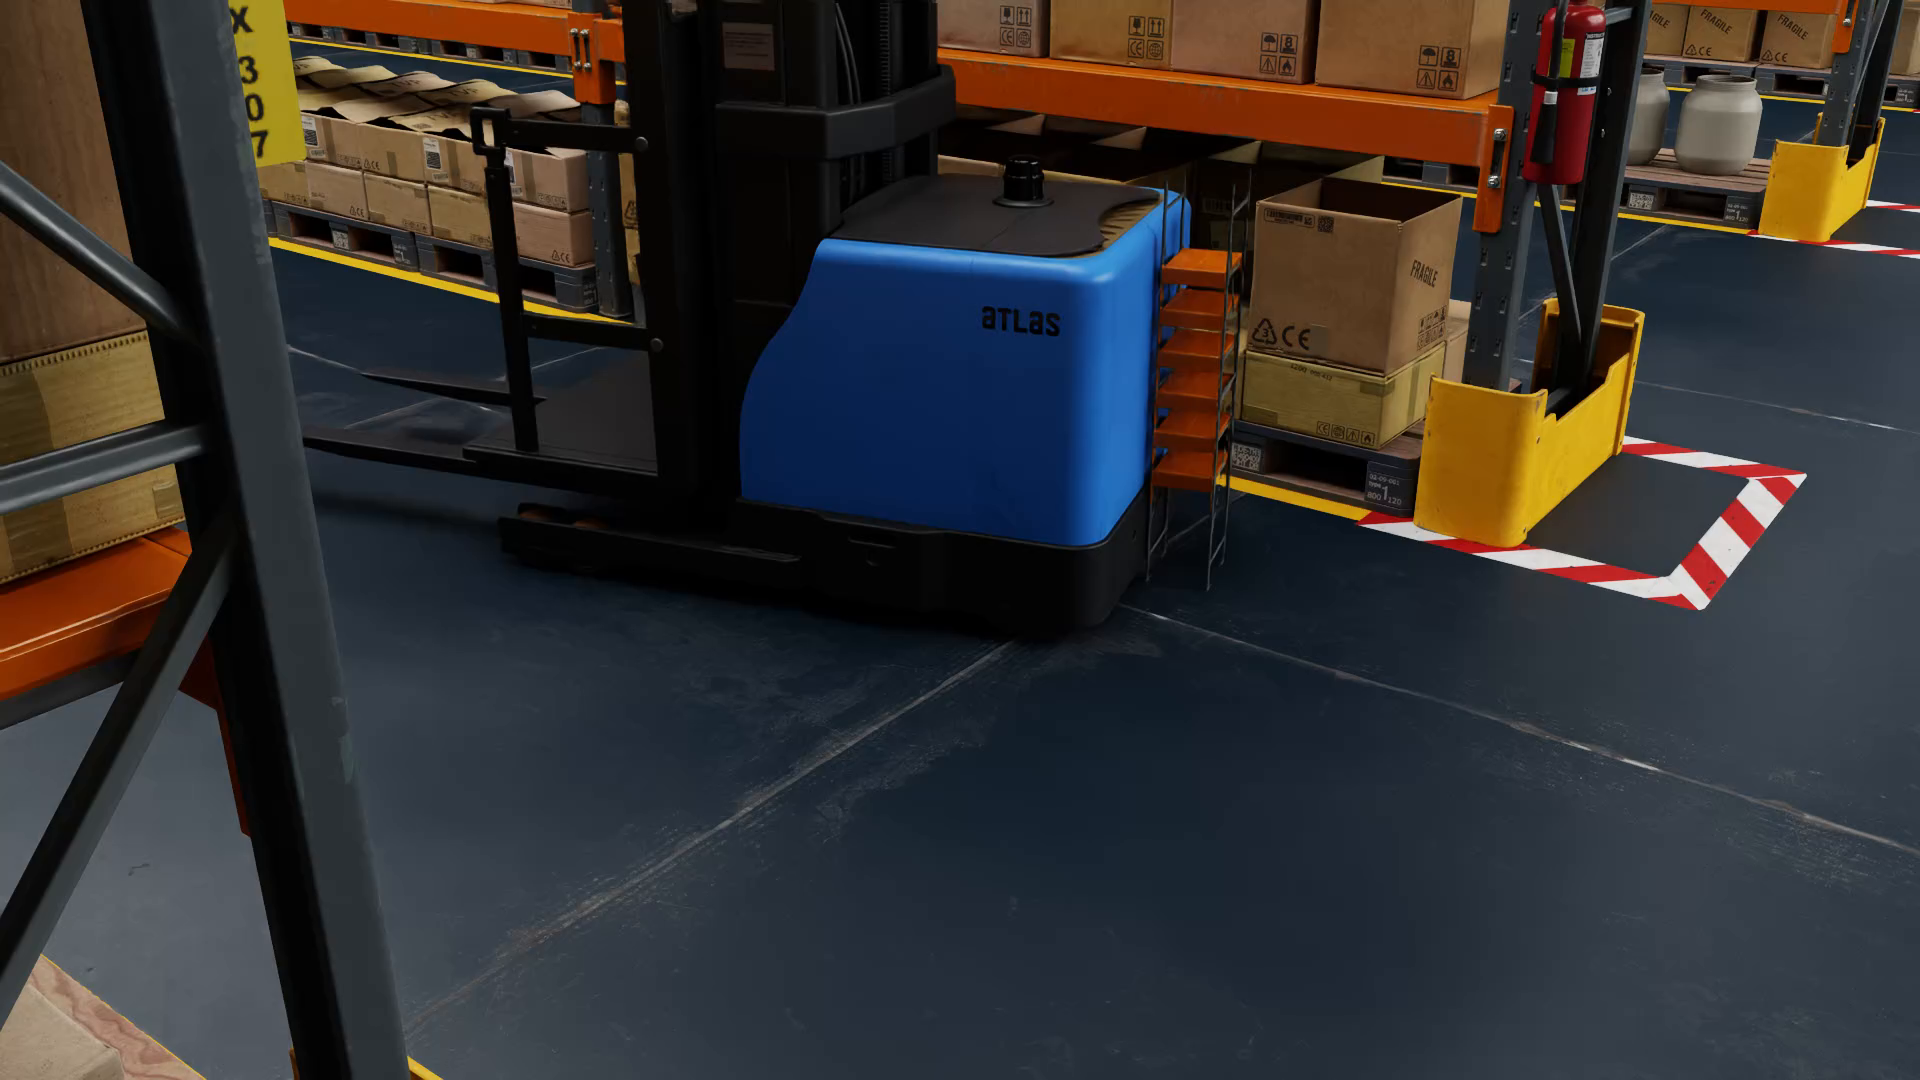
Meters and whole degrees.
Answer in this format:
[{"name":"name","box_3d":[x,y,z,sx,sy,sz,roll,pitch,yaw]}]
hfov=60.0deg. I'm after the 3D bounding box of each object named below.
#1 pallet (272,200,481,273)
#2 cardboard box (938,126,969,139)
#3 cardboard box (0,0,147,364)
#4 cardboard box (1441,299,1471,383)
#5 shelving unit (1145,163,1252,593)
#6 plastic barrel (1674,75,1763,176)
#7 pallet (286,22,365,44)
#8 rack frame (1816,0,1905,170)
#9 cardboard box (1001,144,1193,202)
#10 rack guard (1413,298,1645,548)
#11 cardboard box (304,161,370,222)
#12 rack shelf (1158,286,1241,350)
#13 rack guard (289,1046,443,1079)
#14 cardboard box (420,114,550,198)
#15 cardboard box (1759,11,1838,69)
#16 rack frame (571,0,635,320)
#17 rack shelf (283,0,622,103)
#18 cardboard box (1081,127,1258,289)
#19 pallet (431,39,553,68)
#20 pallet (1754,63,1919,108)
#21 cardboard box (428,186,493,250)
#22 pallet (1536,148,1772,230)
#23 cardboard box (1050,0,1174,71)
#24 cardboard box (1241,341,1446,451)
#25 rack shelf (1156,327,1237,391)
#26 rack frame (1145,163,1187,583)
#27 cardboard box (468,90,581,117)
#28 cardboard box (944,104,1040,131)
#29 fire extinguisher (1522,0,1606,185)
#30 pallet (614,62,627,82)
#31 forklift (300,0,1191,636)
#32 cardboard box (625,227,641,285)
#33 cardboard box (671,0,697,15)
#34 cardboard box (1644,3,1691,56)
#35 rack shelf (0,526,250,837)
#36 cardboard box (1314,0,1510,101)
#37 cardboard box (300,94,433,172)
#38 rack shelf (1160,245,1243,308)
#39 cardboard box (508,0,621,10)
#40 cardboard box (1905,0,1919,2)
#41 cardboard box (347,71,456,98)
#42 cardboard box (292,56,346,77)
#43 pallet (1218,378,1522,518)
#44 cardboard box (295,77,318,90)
[{"name":"pallet","box_3d":[-2.887,-1.724,8.901,1.213,0.211,1.003,17,29,33]},{"name":"cardboard box","box_3d":[-0.310,-1.362,6.580,0.500,0.500,0.500,17,29,33]},{"name":"cardboard box","box_3d":[-1.262,-0.469,1.826,0.500,0.500,0.500,17,29,33]},{"name":"cardboard box","box_3d":[1.612,-0.708,6.026,0.500,0.250,0.500,17,29,33]},{"name":"shelving unit","box_3d":[0.681,-0.452,4.789,0.189,1.200,0.258,8,25,19]},{"name":"plastic barrel","box_3d":[4.309,-2.358,9.446,0.421,0.512,0.421,0,24,0]},{"name":"pallet","box_3d":[-6.313,-5.256,16.916,1.213,0.211,1.003,17,29,33]},{"name":"rack frame","box_3d":[4.881,-3.170,8.724,0.127,3.000,1.000,17,29,33]},{"name":"cardboard box","box_3d":[0.491,-1.120,6.032,0.500,0.500,0.500,17,29,33]},{"name":"rack guard","box_3d":[1.927,-0.423,5.590,0.348,0.500,1.175,17,29,33]},{"name":"cardboard box","box_3d":[-3.019,-1.850,8.619,0.500,0.250,0.500,18,29,34]},{"name":"rack shelf","box_3d":[0.681,-0.631,4.710,0.180,0.103,0.258,8,25,19]},{"name":"rack guard","box_3d":[-1.121,1.152,2.015,0.348,0.500,1.175,17,29,33]},{"name":"cardboard box","box_3d":[-2.210,-1.860,7.944,0.500,0.311,0.500,18,29,35]},{"name":"cardboard box","box_3d":[6.863,-4.106,13.428,0.500,0.500,0.500,-17,29,-34]},{"name":"rack frame","box_3d":[-1.293,-2.540,7.294,0.127,3.000,1.000,17,29,33]},{"name":"rack shelf","box_3d":[-2.894,-2.694,8.537,4.000,0.370,1.077,17,29,33]},{"name":"cardboard box","box_3d":[0.803,-1.288,6.412,0.500,0.500,0.500,17,29,33]},{"name":"pallet","box_3d":[-4.129,-4.595,15.418,1.213,0.211,1.003,17,29,33]},{"name":"pallet","box_3d":[7.162,-3.718,13.426,1.213,0.211,1.003,17,29,33]},{"name":"cardboard box","box_3d":[-2.203,-1.603,8.058,0.500,0.250,0.500,16,29,33]},{"name":"pallet","box_3d":[4.145,-2.095,9.743,1.213,0.211,1.003,17,29,33]},{"name":"cardboard box","box_3d":[0.724,-1.983,5.906,0.500,0.500,0.700,17,29,34]},{"name":"cardboard box","box_3d":[1.301,-0.541,5.646,0.500,0.250,0.500,17,29,33]},{"name":"rack shelf","box_3d":[0.681,-0.522,4.758,0.180,0.103,0.258,8,25,19]},{"name":"rack frame","box_3d":[0.595,-0.465,4.818,0.006,1.200,0.240,8,25,19]},{"name":"cardboard box","box_3d":[-2.287,-2.158,8.622,0.500,0.311,0.500,16,28,32]},{"name":"cardboard box","box_3d":[0.004,-1.531,6.964,0.500,0.500,0.500,17,29,33]},{"name":"fire extinguisher","box_3d":[1.723,-1.359,4.709,0.183,0.674,0.296,17,29,33]},{"name":"pallet","box_3d":[-2.176,-4.005,14.079,1.213,0.211,1.003,17,29,33]},{"name":"forklift","box_3d":[-0.870,-1.430,4.861,3.031,2.935,1.130,8,25,19]},{"name":"cardboard box","box_3d":[-1.104,-1.264,7.287,0.500,0.250,0.500,17,29,33]},{"name":"cardboard box","box_3d":[-0.935,-2.480,7.035,0.500,0.500,0.700,16,28,32]},{"name":"cardboard box","box_3d":[5.954,-4.413,14.125,0.500,0.500,0.500,14,27,29]},{"name":"rack shelf","box_3d":[-2.661,-0.128,2.712,4.000,0.370,1.077,17,29,33]},{"name":"cardboard box","box_3d":[1.541,-1.735,5.344,0.500,0.500,0.700,17,29,33]},{"name":"cardboard box","box_3d":[-3.007,-2.104,8.498,0.500,0.311,0.500,16,29,33]},{"name":"rack shelf","box_3d":[0.681,-0.741,4.662,0.180,0.103,0.258,8,25,19]},{"name":"cardboard box","box_3d":[-1.714,-2.576,7.563,0.500,0.250,0.500,19,30,36]},{"name":"cardboard box","box_3d":[9.620,-5.918,17.076,0.875,0.875,0.875,16,29,32]},{"name":"cardboard box","box_3d":[-3.105,-2.404,9.179,0.500,0.311,0.500,17,29,33]},{"name":"cardboard box","box_3d":[-3.927,-2.650,9.739,0.500,0.311,0.500,18,29,35]},{"name":"pallet","box_3d":[1.270,-0.468,6.050,1.213,0.211,1.003,17,29,33]},{"name":"cardboard box","box_3d":[-3.826,-2.352,9.061,0.500,0.311,0.500,16,28,32]}]
